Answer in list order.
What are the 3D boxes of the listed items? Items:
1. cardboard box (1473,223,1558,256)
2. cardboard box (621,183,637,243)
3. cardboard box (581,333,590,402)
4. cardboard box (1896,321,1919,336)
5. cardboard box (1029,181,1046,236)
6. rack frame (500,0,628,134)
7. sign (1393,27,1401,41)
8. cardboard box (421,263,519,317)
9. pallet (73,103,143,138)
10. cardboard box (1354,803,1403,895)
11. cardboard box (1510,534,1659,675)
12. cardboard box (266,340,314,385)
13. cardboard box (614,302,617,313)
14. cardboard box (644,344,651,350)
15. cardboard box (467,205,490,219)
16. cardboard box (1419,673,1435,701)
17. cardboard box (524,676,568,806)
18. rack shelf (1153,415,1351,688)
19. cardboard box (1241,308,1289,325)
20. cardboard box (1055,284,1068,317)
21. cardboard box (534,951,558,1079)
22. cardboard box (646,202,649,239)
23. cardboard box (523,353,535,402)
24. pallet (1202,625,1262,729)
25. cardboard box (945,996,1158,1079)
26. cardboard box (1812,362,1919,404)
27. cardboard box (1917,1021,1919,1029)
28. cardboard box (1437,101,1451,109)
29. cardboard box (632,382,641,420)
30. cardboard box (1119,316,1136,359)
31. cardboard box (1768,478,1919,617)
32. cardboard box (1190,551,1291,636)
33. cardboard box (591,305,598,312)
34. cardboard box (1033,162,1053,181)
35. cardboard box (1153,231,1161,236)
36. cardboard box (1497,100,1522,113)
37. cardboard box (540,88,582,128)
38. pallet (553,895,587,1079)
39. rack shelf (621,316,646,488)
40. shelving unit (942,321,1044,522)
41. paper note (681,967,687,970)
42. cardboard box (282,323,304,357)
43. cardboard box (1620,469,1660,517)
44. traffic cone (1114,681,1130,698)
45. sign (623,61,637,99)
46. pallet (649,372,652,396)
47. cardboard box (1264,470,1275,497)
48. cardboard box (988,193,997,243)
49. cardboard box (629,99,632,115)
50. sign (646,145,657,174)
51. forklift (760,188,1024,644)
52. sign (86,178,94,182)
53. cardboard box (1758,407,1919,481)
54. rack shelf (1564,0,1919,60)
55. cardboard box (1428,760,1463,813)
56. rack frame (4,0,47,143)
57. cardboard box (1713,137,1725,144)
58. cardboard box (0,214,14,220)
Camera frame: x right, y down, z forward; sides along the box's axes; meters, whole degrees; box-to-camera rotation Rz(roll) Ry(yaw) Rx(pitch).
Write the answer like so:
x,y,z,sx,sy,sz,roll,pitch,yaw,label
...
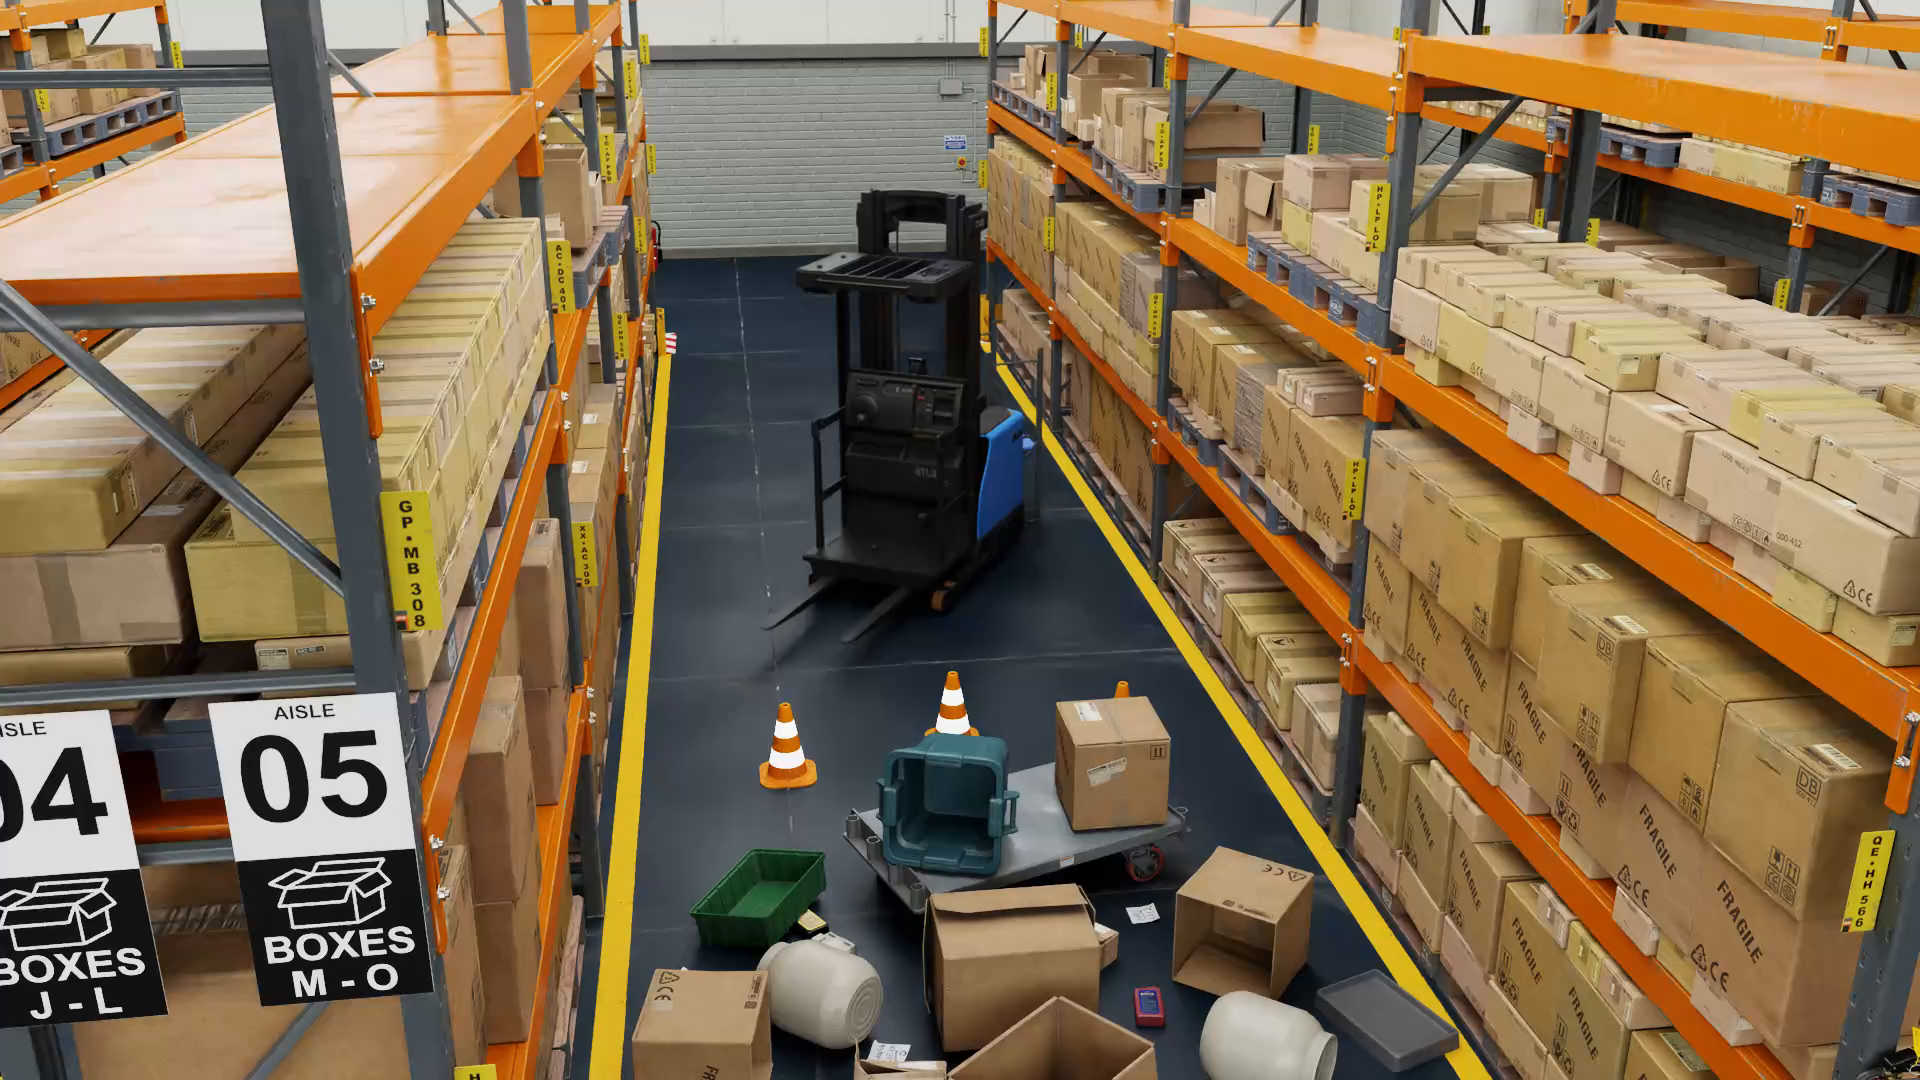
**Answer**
x,y,z,sx,sy,sz,roll,pitch,yaw,label
2.866,-1.498,8.768,0.500,0.250,0.500,-3,21,-9,cardboard box
-3.307,-3.053,15.605,0.500,0.500,0.500,-2,21,-6,cardboard box
-2.852,-1.204,11.080,0.700,0.500,0.500,-3,21,-8,cardboard box
7.284,-1.544,12.493,0.380,0.149,0.250,-2,21,-6,cardboard box
0.994,-3.355,16.840,0.500,0.500,0.500,-3,21,-9,cardboard box
-3.483,-5.040,14.349,1.000,3.000,0.127,-3,21,-8,rack frame
5.198,-5.938,19.791,0.100,0.325,0.005,-3,21,-8,sign
-1.815,-0.903,6.036,0.380,0.149,0.250,-3,21,-8,cardboard box
-8.686,-4.083,16.201,1.003,0.211,1.213,-3,21,-8,pallet
2.372,1.565,8.569,0.500,0.250,0.500,-4,21,-10,cardboard box
2.665,0.293,6.646,0.700,0.500,0.500,-3,21,-8,cardboard box
-2.315,-0.470,5.445,0.500,0.250,0.500,-3,21,-7,cardboard box
-3.037,-1.864,13.753,0.380,0.149,0.250,-3,21,-8,cardboard box
-3.519,-1.998,17.829,0.380,0.149,0.250,-2,21,-5,cardboard box
-2.800,-1.662,8.977,0.500,0.311,0.500,-4,21,-10,cardboard box
2.438,0.674,7.984,0.380,0.149,0.250,-3,21,-8,cardboard box
-2.163,0.787,7.109,0.875,0.550,0.550,-3,21,-8,cardboard box
2.266,-0.100,10.724,1.077,0.370,4.000,-3,21,-8,rack shelf
2.318,-1.369,11.926,0.500,0.500,0.500,-4,21,-9,cardboard box
1.203,-2.278,15.743,0.500,0.250,0.500,-3,21,-9,cardboard box
-2.175,1.872,6.853,0.875,0.875,0.875,-3,21,-7,cardboard box
-3.671,-3.479,18.177,0.500,0.500,0.500,-3,21,-9,cardboard box
-1.849,-0.616,6.406,0.380,0.149,0.250,-3,21,-8,cardboard box
2.261,0.869,11.087,1.003,0.211,1.213,-3,21,-8,pallet
0.372,2.330,6.760,0.637,0.503,0.797,17,27,39,cardboard box
3.161,-0.501,5.704,0.380,0.149,0.250,-3,21,-8,cardboard box
3.286,1.630,5.423,0.380,0.149,0.250,-3,21,-8,cardboard box
5.614,-4.955,18.768,0.380,0.149,0.250,-3,21,-8,cardboard box
-3.065,-1.183,14.496,0.500,0.250,0.500,-2,21,-5,cardboard box
1.578,-1.625,13.281,0.500,0.250,0.500,-3,21,-9,cardboard box
2.790,0.003,4.924,0.500,0.250,0.500,-3,21,-8,cardboard box
2.163,0.356,11.631,0.950,0.372,0.625,-3,21,-9,cardboard box
-2.932,-1.735,12.984,0.380,0.149,0.250,-2,21,-5,cardboard box
0.958,-3.779,17.048,0.380,0.149,0.250,-3,21,-8,cardboard box
1.938,-2.354,14.159,0.500,0.500,0.500,-3,21,-7,cardboard box
5.909,-4.574,17.177,0.500,0.250,0.500,-4,21,-10,cardboard box
-3.390,-3.338,13.332,0.797,0.503,0.637,-3,21,-8,cardboard box
-2.298,2.114,7.755,1.003,0.211,1.213,-3,21,-8,pallet
-3.195,-1.200,13.670,1.077,0.370,4.000,-3,21,-8,rack shelf
0.264,-1.011,14.279,0.538,1.500,1.048,-8,22,-20,shelving unit
-1.337,2.118,8.001,0.142,0.020,0.147,17,27,39,paper note
-2.394,-0.694,5.477,0.380,0.149,0.250,-3,21,-8,cardboard box
2.645,-0.201,6.039,0.380,0.149,0.250,-3,21,-9,cardboard box
0.990,1.085,10.149,0.336,0.463,0.334,-3,21,-8,traffic cone
-2.934,-4.091,14.792,0.100,0.325,0.005,-3,21,-8,sign
-3.794,-1.577,17.637,1.003,0.211,1.213,-3,21,-8,pallet
2.074,-0.342,10.102,0.380,0.149,0.250,-3,21,-8,cardboard box
0.609,-3.765,19.367,0.500,0.500,0.500,-3,21,-8,cardboard box
-3.382,-4.150,15.754,0.500,0.250,0.500,-3,21,-8,cardboard box
-3.508,-4.326,18.905,0.100,0.325,0.005,-3,21,-8,sign
-0.497,-1.004,12.217,1.130,2.935,3.031,8,22,21,forklift
-9.533,-3.816,18.296,0.100,0.325,0.005,-3,21,-8,sign
2.735,-0.301,5.168,0.380,0.149,0.250,-3,21,-8,cardboard box
6.600,-4.359,14.126,1.077,0.370,4.000,-3,21,-8,rack shelf
2.406,1.134,7.724,0.380,0.149,0.250,-2,21,-6,cardboard box
-8.406,-4.825,13.773,1.000,3.000,0.127,-3,21,-8,rack frame
6.503,-3.369,13.806,0.380,0.149,0.250,-3,21,-7,cardboard box
-8.805,-2.754,15.520,0.500,0.500,0.500,-3,21,-7,cardboard box
